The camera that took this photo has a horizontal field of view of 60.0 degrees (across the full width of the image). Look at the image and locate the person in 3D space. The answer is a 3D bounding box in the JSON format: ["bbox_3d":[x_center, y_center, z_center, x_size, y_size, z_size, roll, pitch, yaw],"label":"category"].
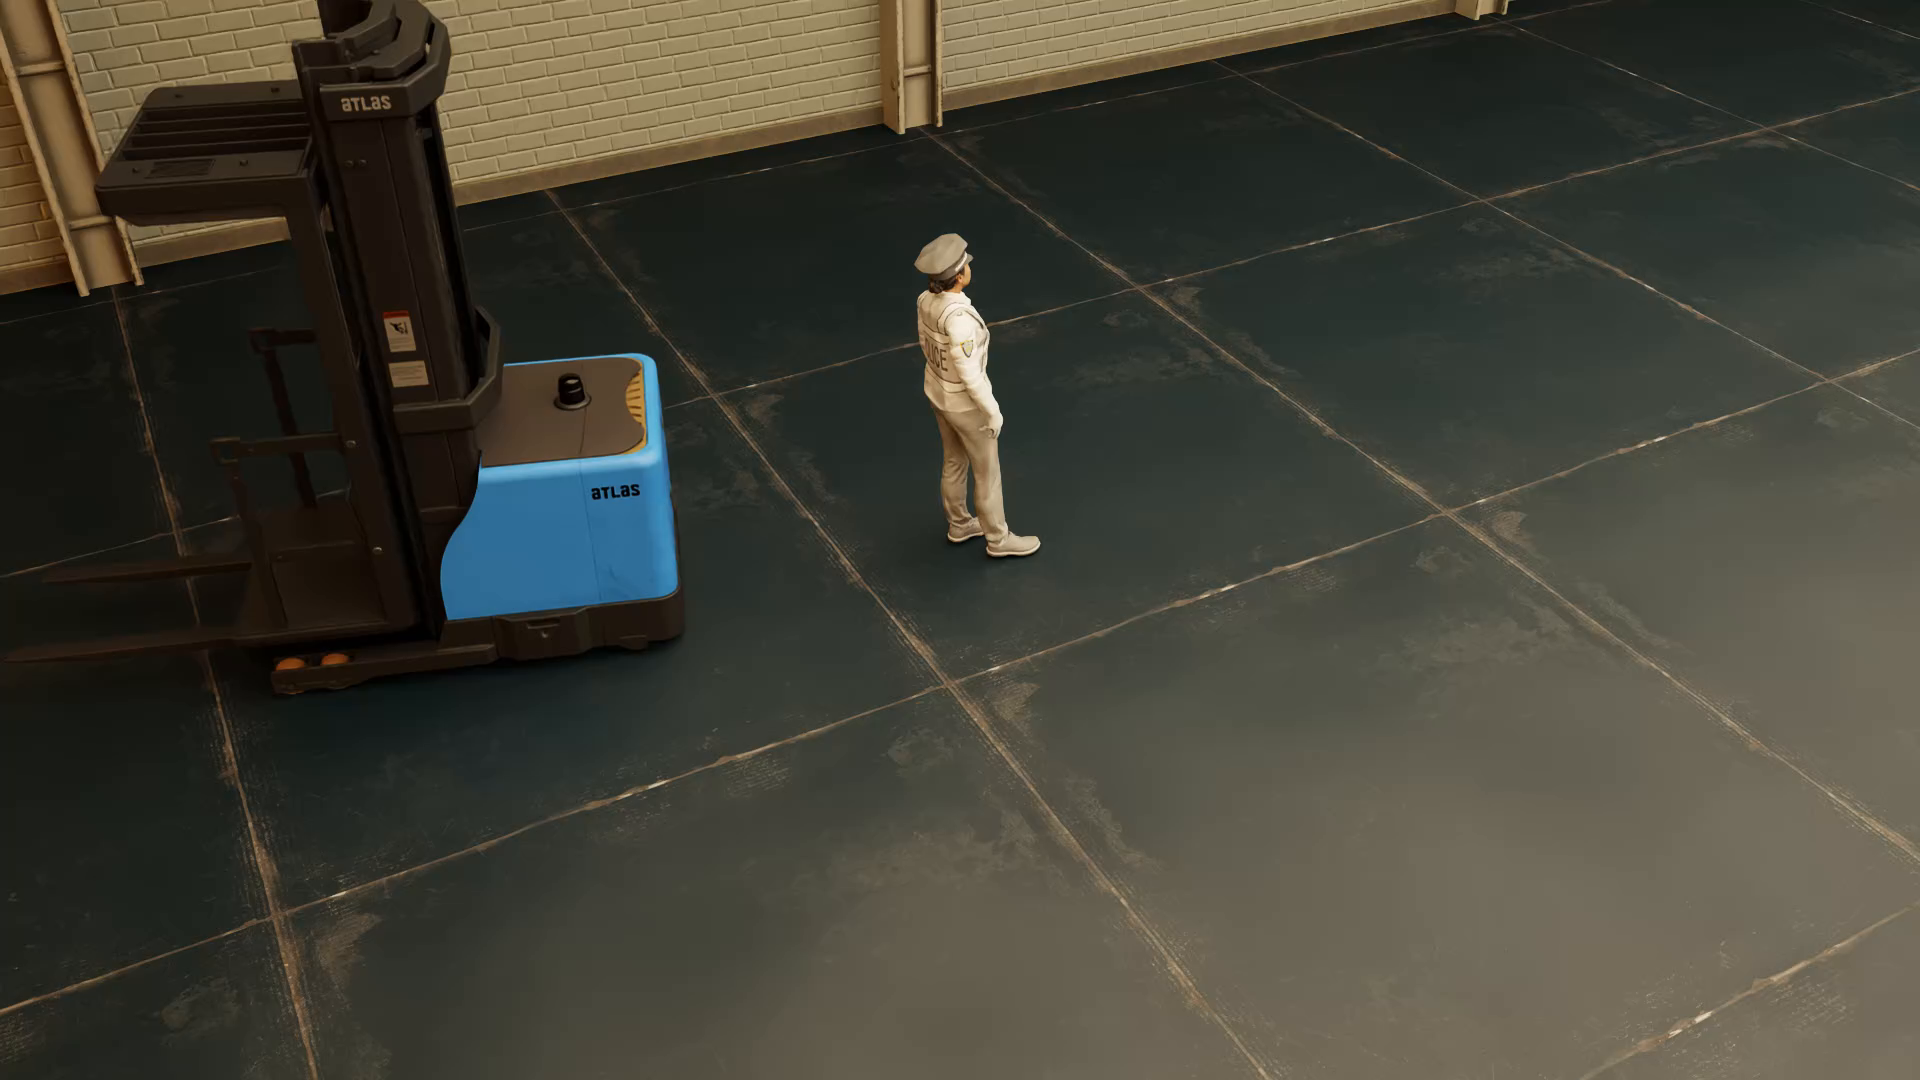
[{"bbox_3d":[0.064,-0.713,8.191,0.531,1.695,0.587,-17,39,-23],"label":"person"}]

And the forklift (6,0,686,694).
[{"bbox_3d":[-2.880,-0.817,7.279,3.031,2.935,1.130,-6,36,-8],"label":"forklift"}]
